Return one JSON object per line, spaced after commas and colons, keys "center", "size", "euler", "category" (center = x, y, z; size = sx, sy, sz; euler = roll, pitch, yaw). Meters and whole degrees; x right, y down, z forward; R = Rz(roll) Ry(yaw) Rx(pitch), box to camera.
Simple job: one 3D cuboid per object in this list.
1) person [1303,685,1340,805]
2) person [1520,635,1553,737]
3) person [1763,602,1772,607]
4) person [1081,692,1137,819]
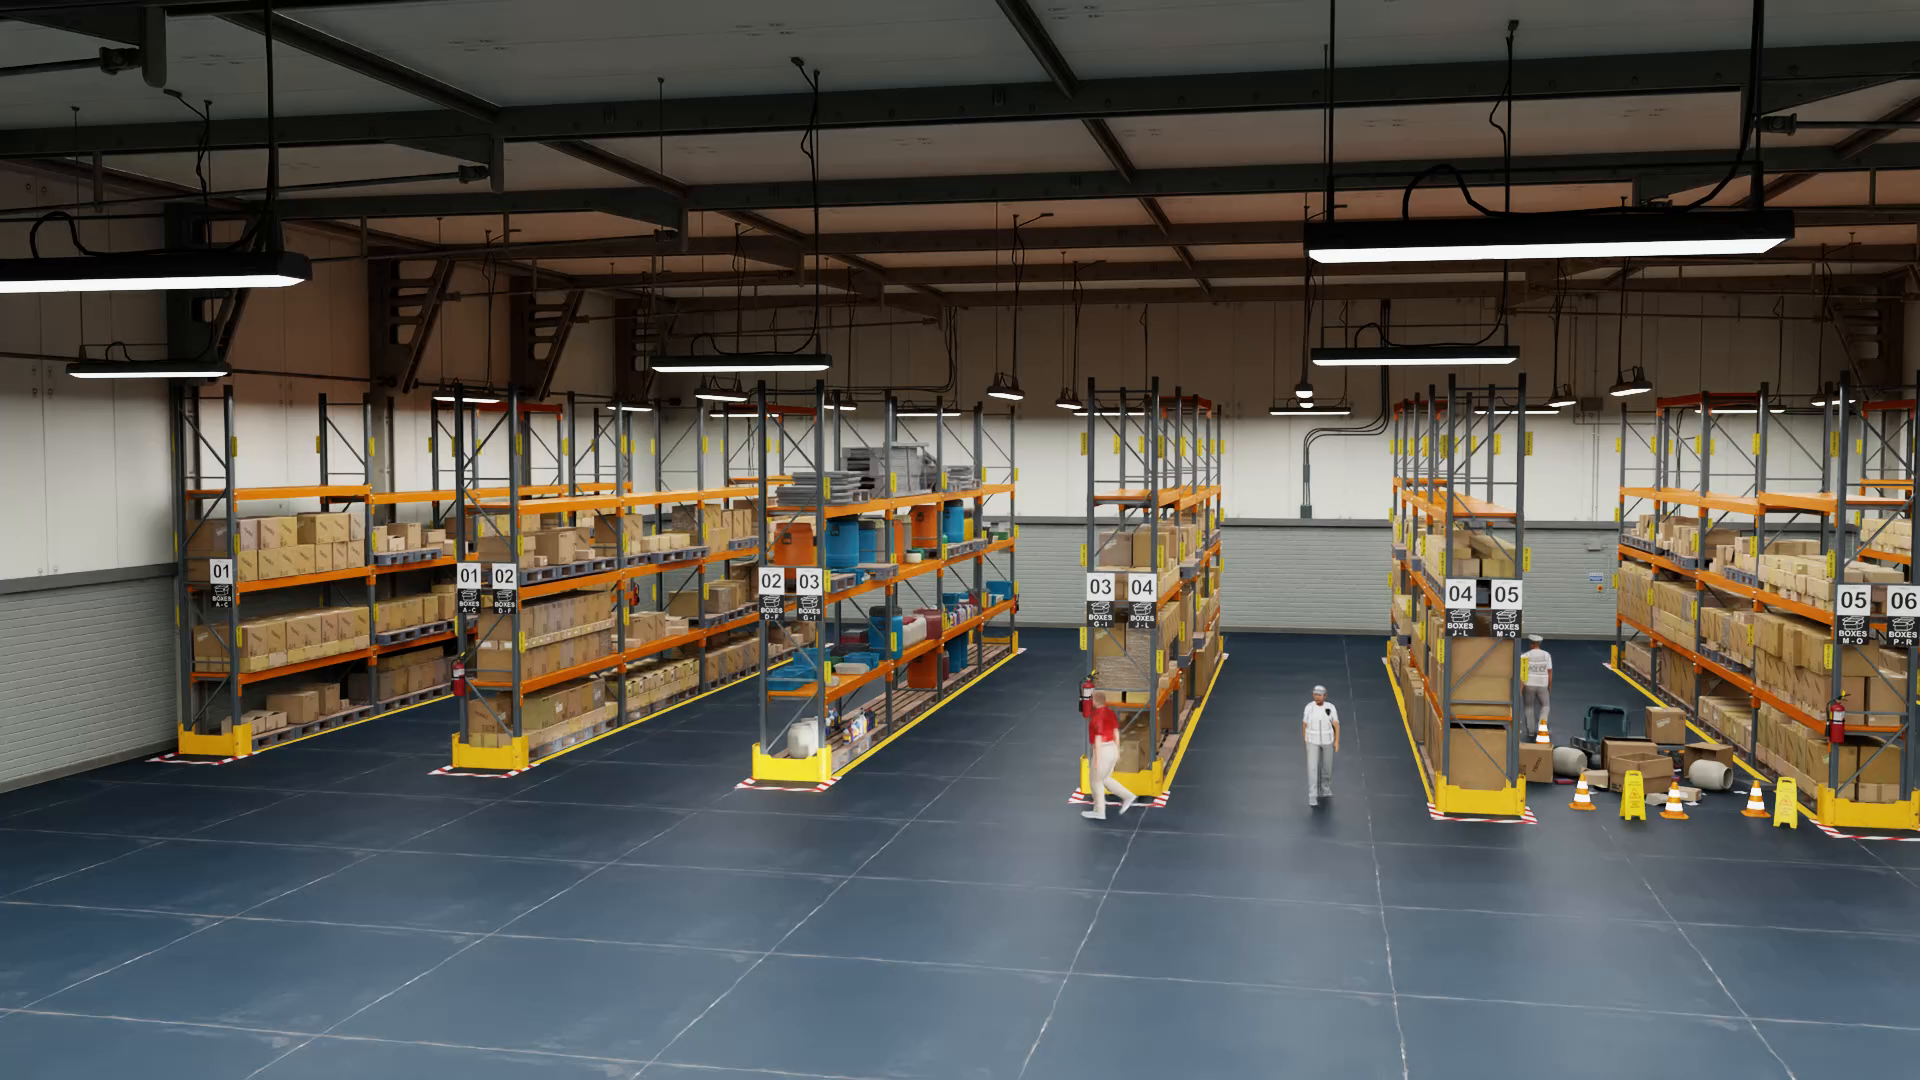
{"center": [5.089, 2.864, 23.418], "size": [0.506, 1.610, 0.939], "euler": [1, 3, 11], "category": "person"}
{"center": [9.939, 2.521, 28.672], "size": [0.565, 1.759, 0.552], "euler": [1, 3, 13], "category": "person"}
{"center": [18.122, 2.055, 37.409], "size": [1.030, 1.655, 0.529], "euler": [2, 4, 31], "category": "person"}
{"center": [1.992, 2.883, 22.317], "size": [0.710, 1.701, 0.535], "euler": [1, 3, 22], "category": "person"}
